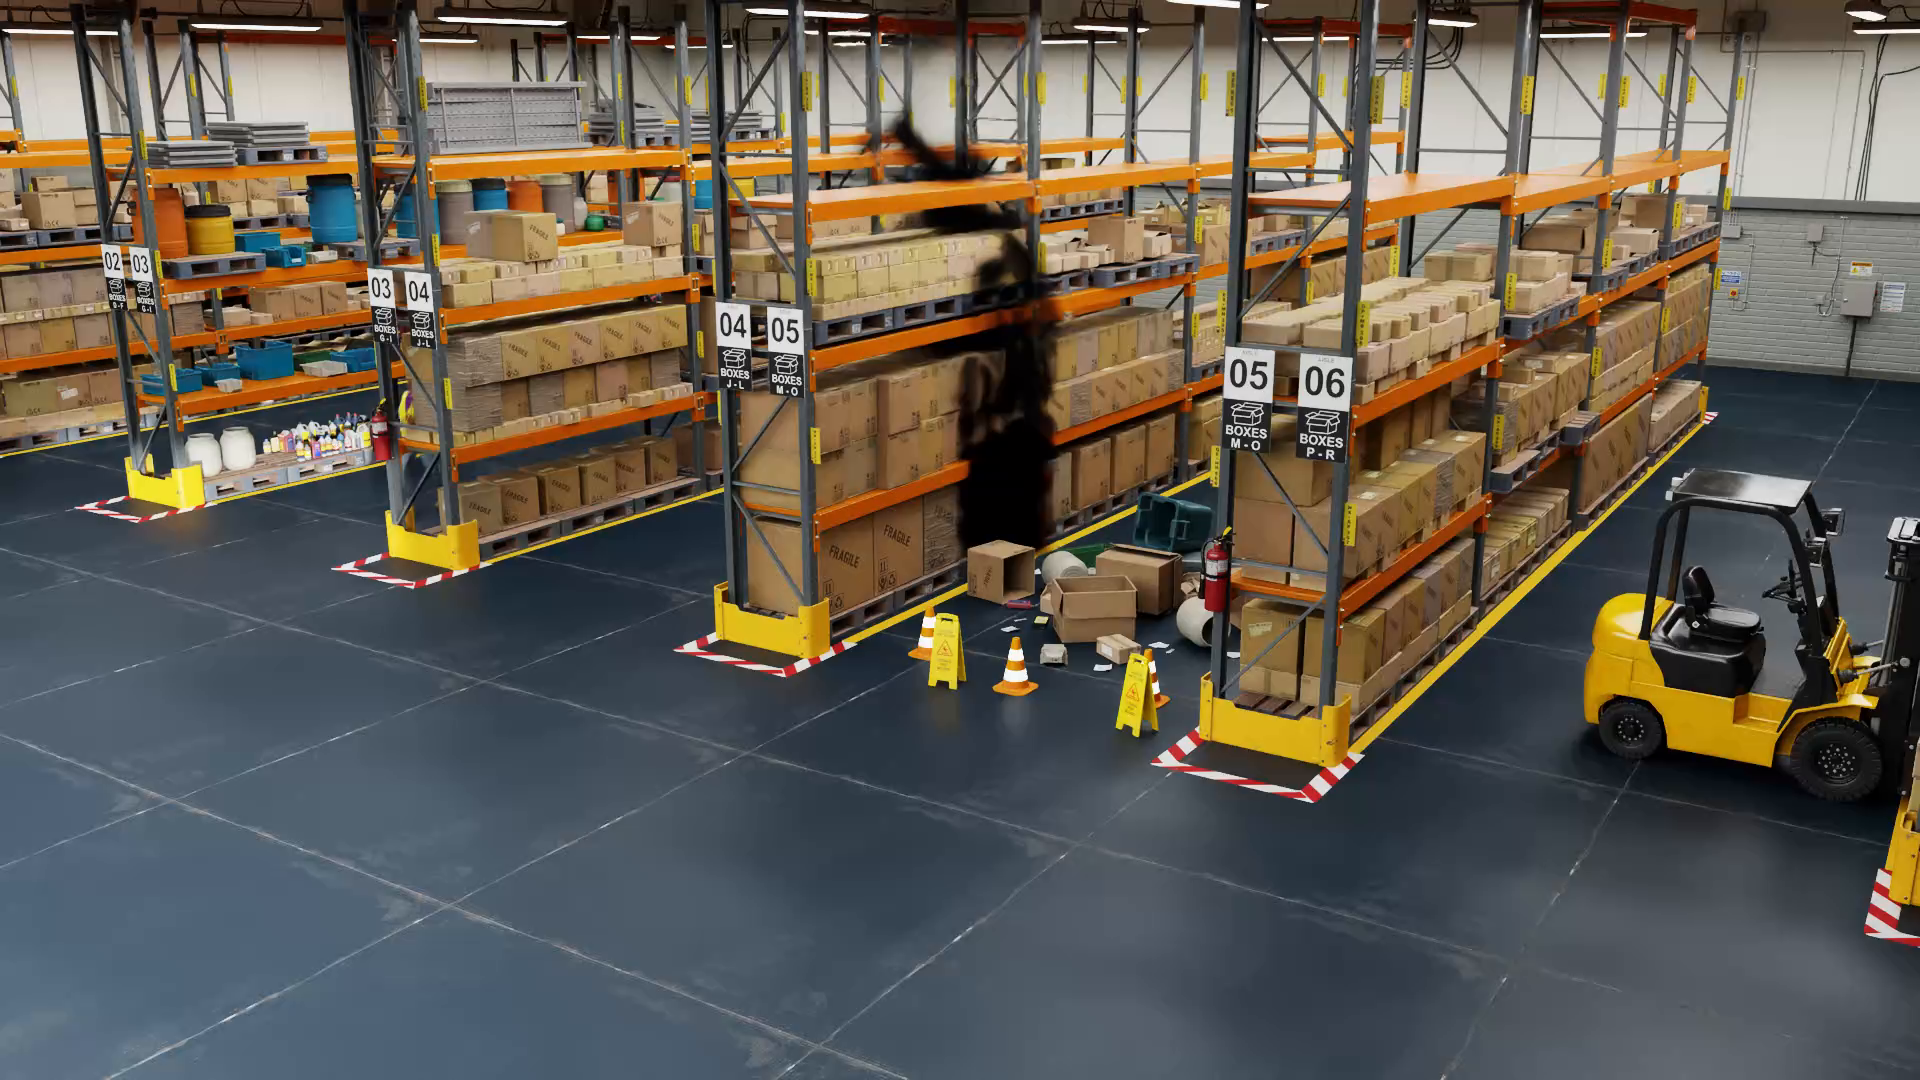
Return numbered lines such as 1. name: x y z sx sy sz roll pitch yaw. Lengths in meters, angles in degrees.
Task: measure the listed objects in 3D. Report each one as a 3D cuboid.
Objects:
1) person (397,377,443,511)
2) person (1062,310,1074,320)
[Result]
1. person: -6.542 -1.182 20.149 0.677 1.823 0.807 5 16 18
2. person: 1.642 -2.793 26.133 0.657 1.684 0.590 7 17 25
